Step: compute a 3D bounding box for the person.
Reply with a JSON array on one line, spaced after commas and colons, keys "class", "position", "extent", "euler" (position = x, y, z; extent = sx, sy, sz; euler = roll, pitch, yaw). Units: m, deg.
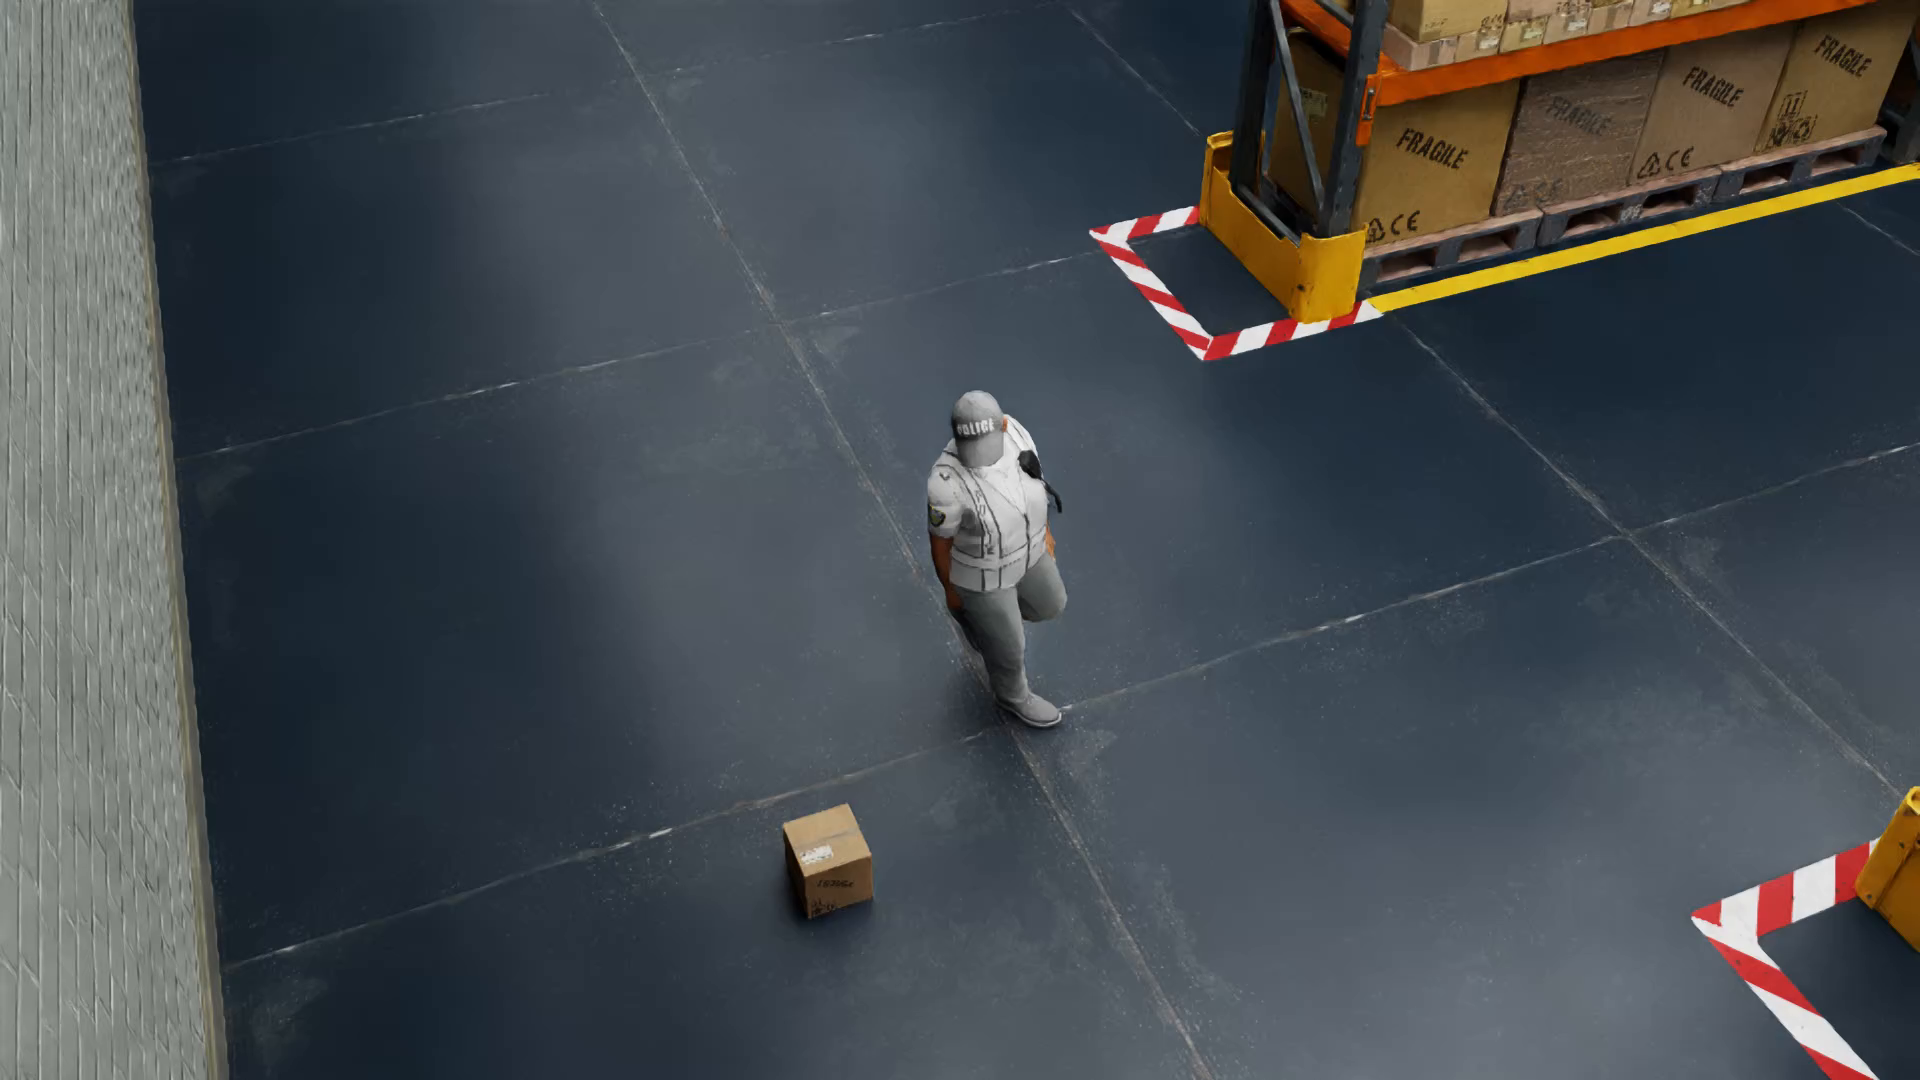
[{"class": "person", "position": [0.094, 0.046, 6.126], "extent": [0.614, 1.632, 0.555], "euler": [29, 49, 28]}]
